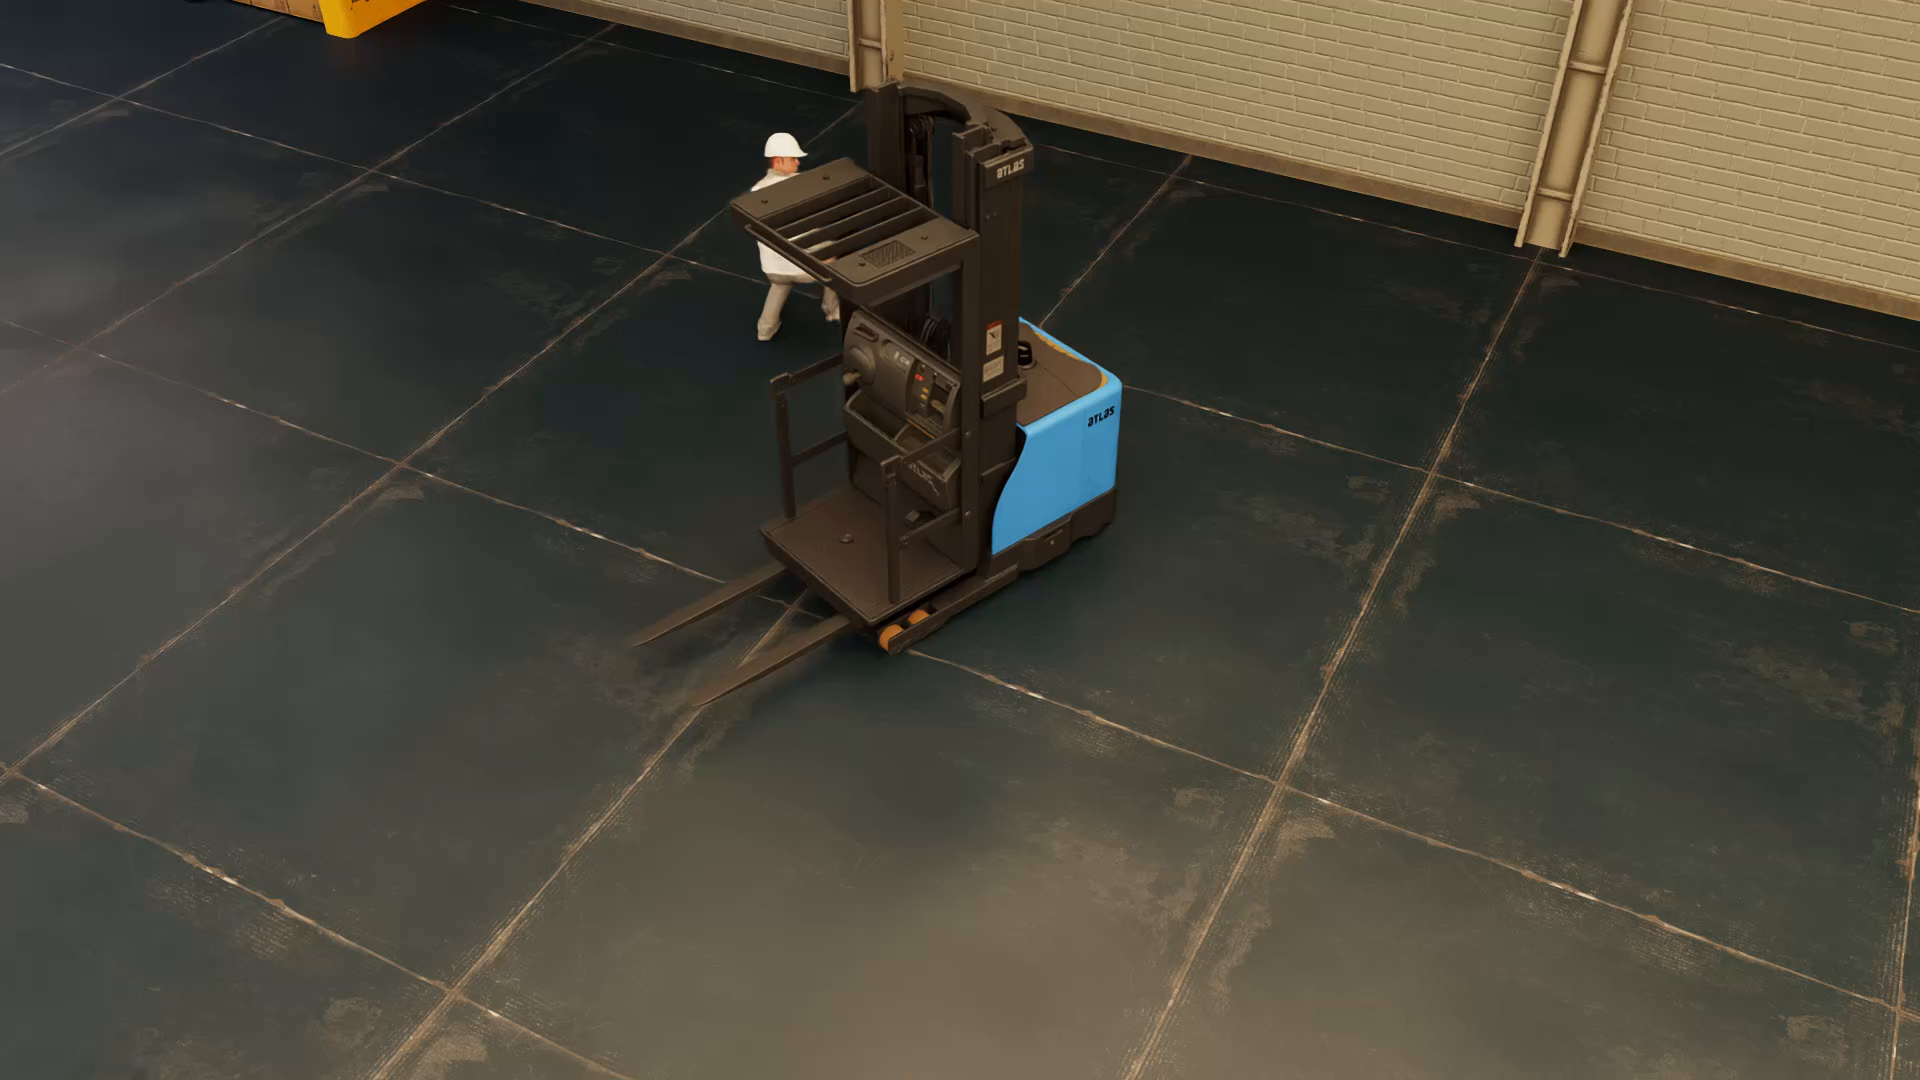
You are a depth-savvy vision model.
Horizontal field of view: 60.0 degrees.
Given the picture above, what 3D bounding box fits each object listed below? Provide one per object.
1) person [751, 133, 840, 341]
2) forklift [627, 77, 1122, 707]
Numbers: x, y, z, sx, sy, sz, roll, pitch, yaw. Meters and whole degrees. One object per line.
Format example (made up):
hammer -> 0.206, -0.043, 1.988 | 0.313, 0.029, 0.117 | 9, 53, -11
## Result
person -> -1.108, -2.058, 11.555 | 0.772, 1.535, 0.687 | 18, 43, 20
forklift -> -0.484, -0.856, 9.003 | 3.031, 2.935, 1.130 | -29, 48, -30
